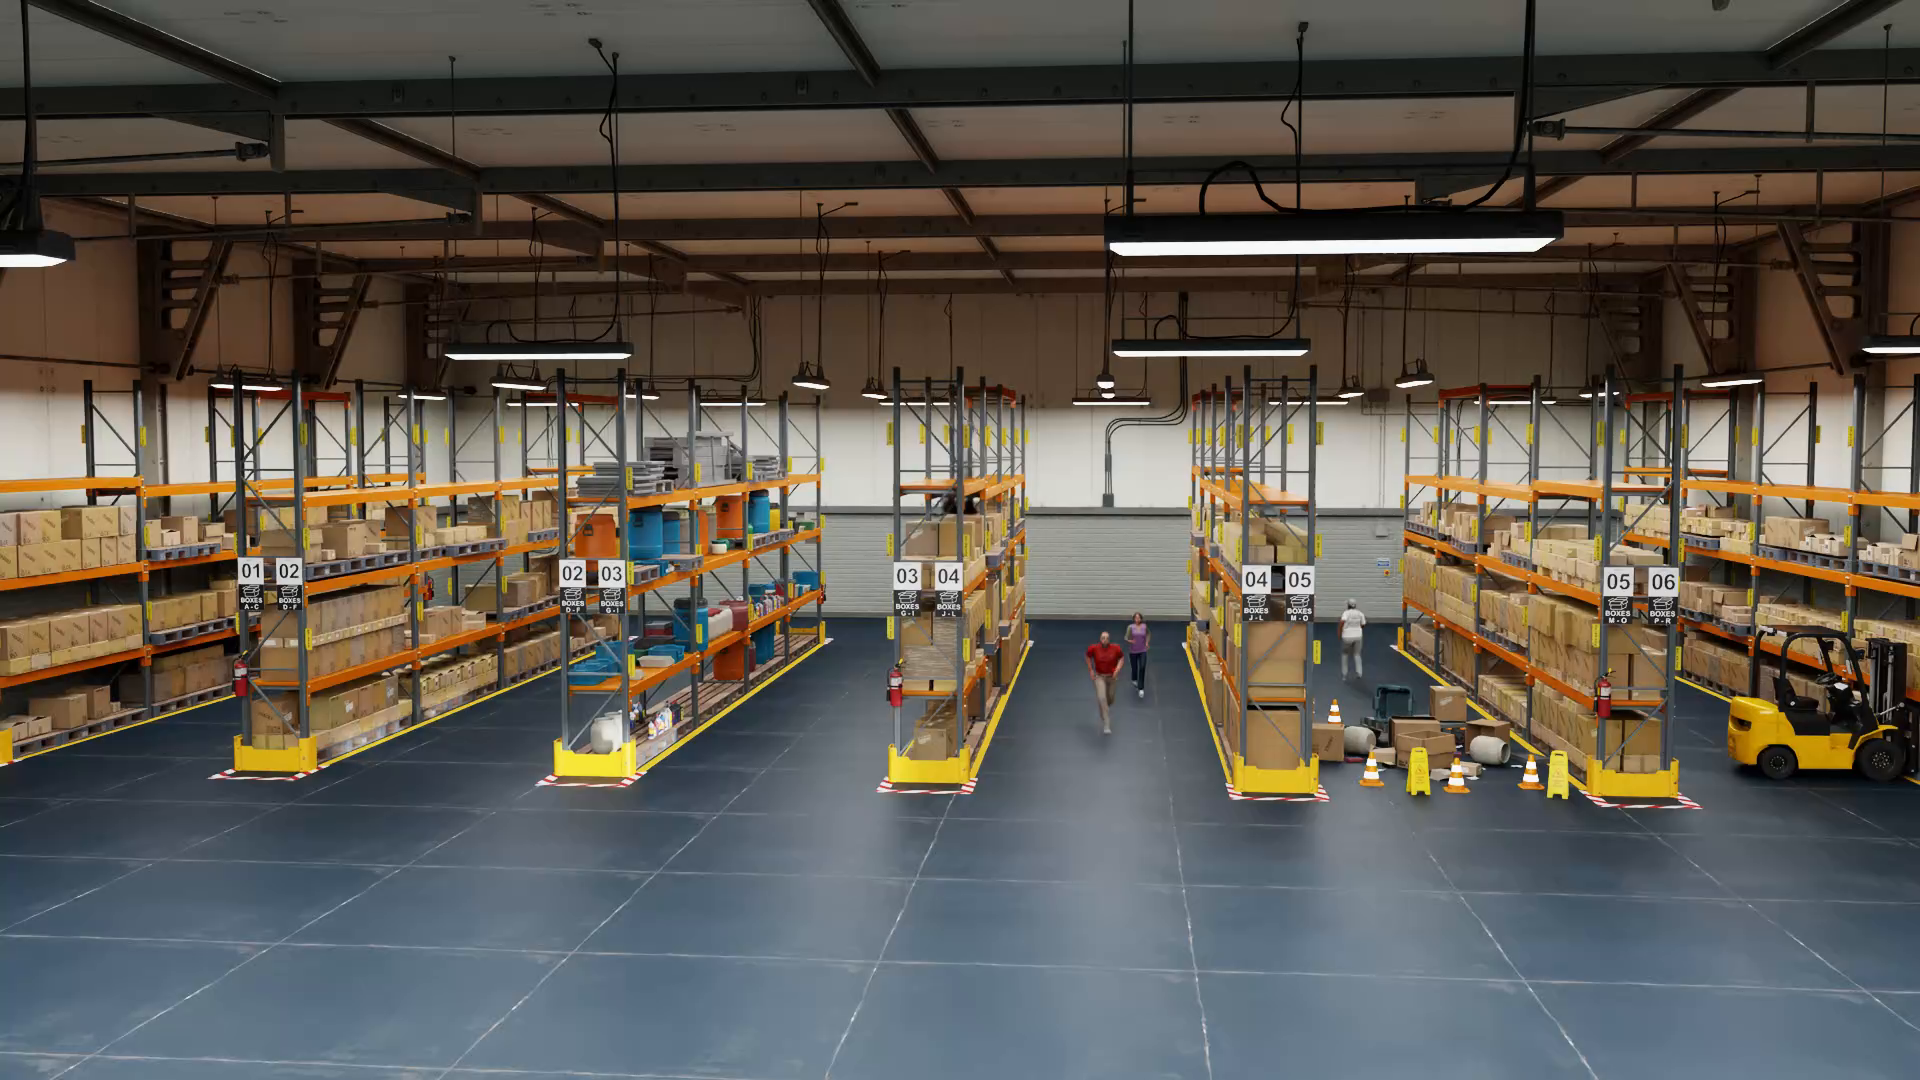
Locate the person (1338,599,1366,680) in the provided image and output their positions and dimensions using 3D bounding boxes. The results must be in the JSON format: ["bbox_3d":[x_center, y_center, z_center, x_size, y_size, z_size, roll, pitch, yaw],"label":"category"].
[{"bbox_3d":[8.011,2.076,33.991,0.614,1.743,0.751,0,4,-3],"label":"person"}]

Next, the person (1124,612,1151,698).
[{"bbox_3d":[3.441,2.197,32.213,0.537,1.599,0.875,0,4,2],"label":"person"}]

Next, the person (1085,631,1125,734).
[{"bbox_3d":[2.478,2.402,28.511,0.664,1.733,1.081,0,4,-4],"label":"person"}]
